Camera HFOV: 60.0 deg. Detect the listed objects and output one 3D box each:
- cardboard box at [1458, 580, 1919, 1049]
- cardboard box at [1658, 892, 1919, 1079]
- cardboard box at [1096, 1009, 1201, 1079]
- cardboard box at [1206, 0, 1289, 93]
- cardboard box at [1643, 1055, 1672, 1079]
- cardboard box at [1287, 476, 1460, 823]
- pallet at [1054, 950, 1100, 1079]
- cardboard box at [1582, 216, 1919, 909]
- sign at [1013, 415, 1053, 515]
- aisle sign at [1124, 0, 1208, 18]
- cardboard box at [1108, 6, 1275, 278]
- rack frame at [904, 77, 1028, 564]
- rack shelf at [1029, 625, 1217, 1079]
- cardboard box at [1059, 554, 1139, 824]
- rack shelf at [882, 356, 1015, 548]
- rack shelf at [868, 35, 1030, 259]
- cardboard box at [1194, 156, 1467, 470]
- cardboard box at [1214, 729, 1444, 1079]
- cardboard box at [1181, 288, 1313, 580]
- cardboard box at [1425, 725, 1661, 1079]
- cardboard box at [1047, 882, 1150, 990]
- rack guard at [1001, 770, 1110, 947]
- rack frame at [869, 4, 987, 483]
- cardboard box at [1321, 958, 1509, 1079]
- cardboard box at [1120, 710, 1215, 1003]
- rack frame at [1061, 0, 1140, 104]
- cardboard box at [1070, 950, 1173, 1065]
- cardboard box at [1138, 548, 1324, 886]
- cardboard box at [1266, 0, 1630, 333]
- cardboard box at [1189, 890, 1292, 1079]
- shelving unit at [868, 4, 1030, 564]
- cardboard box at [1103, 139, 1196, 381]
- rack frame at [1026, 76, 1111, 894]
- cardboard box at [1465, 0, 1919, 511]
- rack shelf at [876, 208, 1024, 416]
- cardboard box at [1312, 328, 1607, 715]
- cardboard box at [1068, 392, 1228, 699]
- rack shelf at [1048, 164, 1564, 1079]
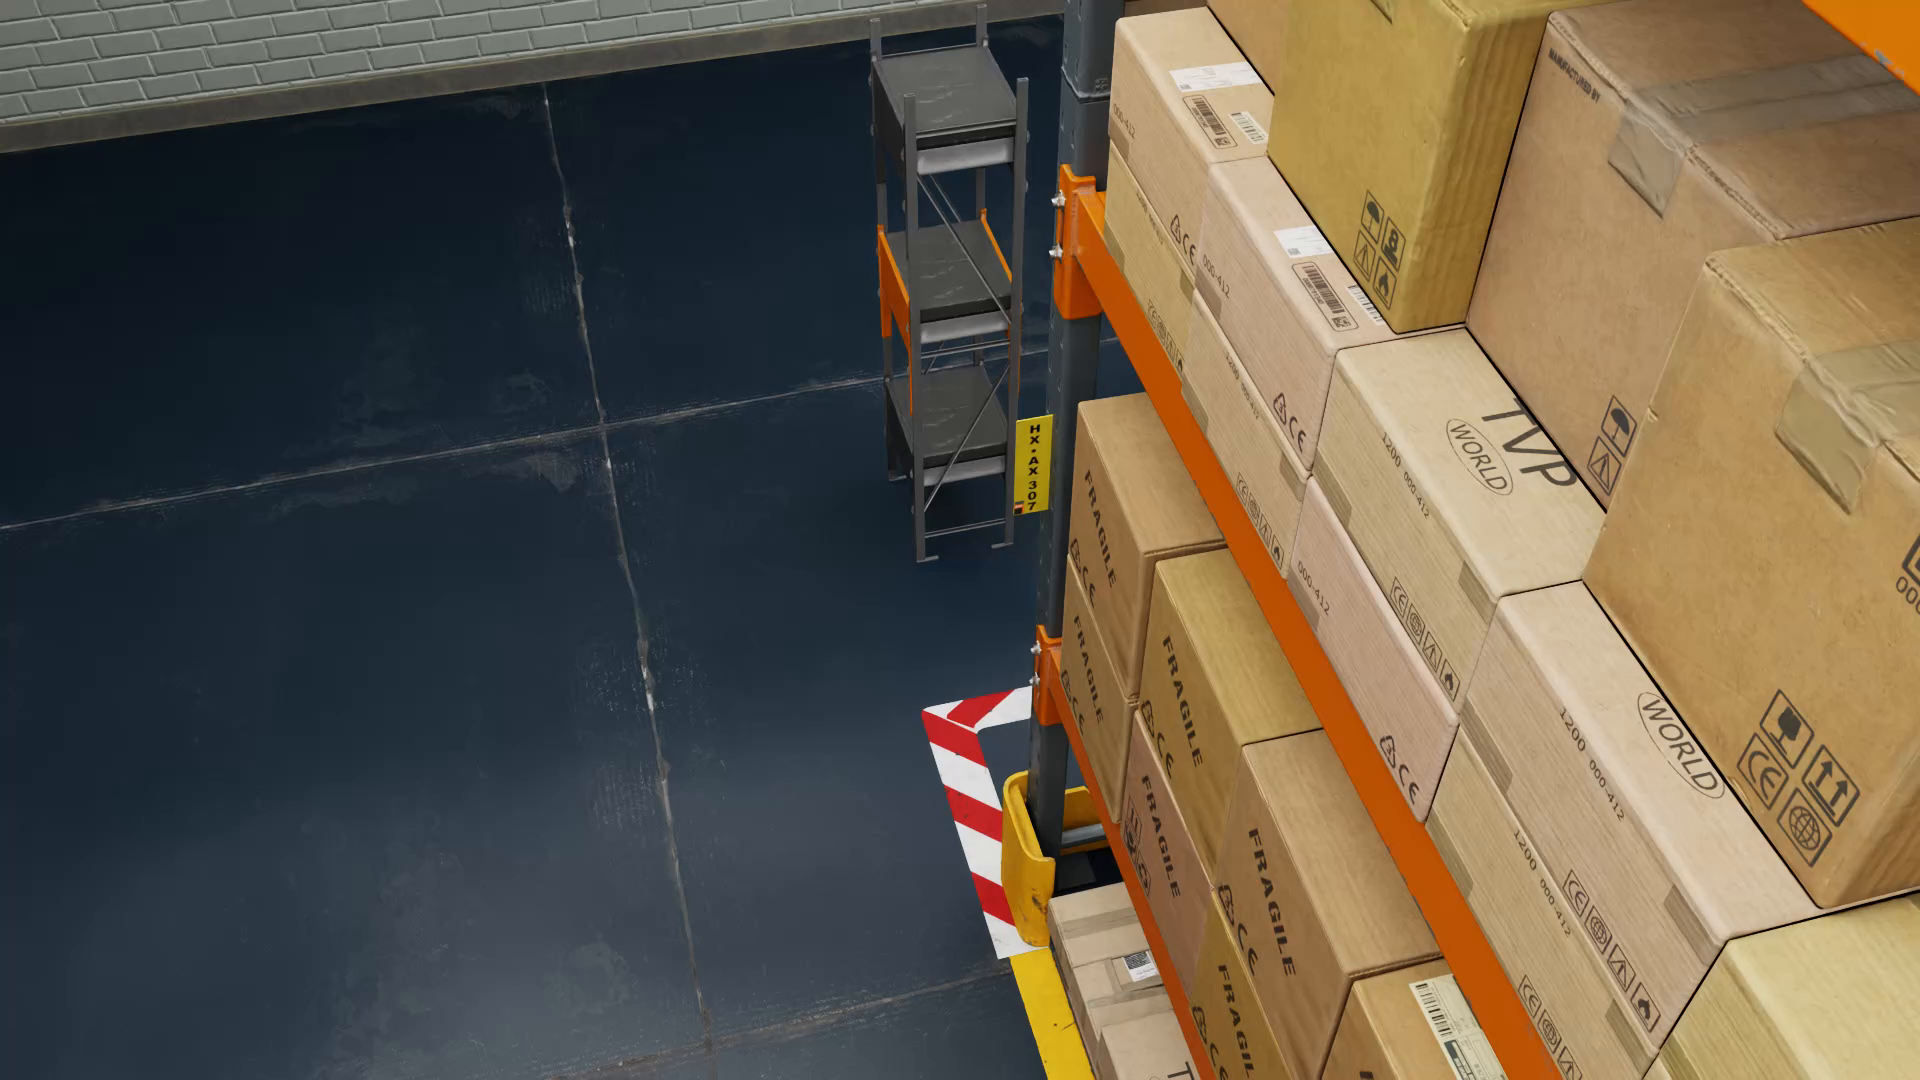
[{"bbox_3d":[0.972,0.282,2.028,0.500,0.250,0.500,-11,47,-10],"label":"cardboard box"},{"bbox_3d":[1.099,0.628,1.690,0.500,0.250,0.500,-11,47,-10],"label":"cardboard box"},{"bbox_3d":[0.706,1.597,4.702,0.500,0.250,0.500,-11,47,-10],"label":"cardboard box"},{"bbox_3d":[0.860,-1.067,2.825,0.700,0.500,0.500,-11,47,-10],"label":"cardboard box"},{"bbox_3d":[1.101,0.802,1.868,0.500,0.250,0.500,-11,47,-10],"label":"cardboard box"},{"bbox_3d":[0.844,0.112,2.545,0.500,0.250,0.500,-11,47,-10],"label":"cardboard box"},{"bbox_3d":[0.937,1.595,5.040,1.003,0.211,1.213,-11,47,-10],"label":"pallet"},{"bbox_3d":[1.175,-0.019,1.798,0.700,0.500,0.500,-11,47,-10],"label":"cardboard box"},{"bbox_3d":[0.188,-0.188,4.228,0.100,0.325,0.005,-11,47,-10],"label":"sign"},{"bbox_3d":[0.411,-0.888,3.699,0.394,0.787,0.004,-11,47,-10],"label":"aisle sign"},{"bbox_3d":[0.593,-0.754,3.044,0.500,0.250,0.500,-11,47,-10],"label":"cardboard box"},{"bbox_3d":[0.020,-0.681,5.947,0.400,2.100,0.015,-11,47,-10],"label":"rack frame"},{"bbox_3d":[1.225,1.648,3.538,1.077,0.370,4.000,-11,47,-10],"label":"rack shelf"},{"bbox_3d":[0.571,0.335,4.251,0.500,0.500,0.500,-10,46,-9],"label":"cardboard box"},{"bbox_3d":[-0.042,-0.350,6.622,0.431,0.518,0.480,-11,47,-10],"label":"rack shelf"},{"bbox_3d":[-0.042,-1.330,5.622,0.431,0.518,0.480,-11,47,-10],"label":"rack shelf"},{"bbox_3d":[0.714,-0.408,2.704,0.500,0.250,0.500,-11,47,-10],"label":"cardboard box"},{"bbox_3d":[0.836,0.691,3.202,0.500,0.500,0.500,-10,46,-10],"label":"cardboard box"},{"bbox_3d":[0.714,-0.233,2.883,0.500,0.250,0.500,-11,47,-10],"label":"cardboard box"},{"bbox_3d":[0.978,0.456,2.208,0.500,0.250,0.500,-11,47,-10],"label":"cardboard box"},{"bbox_3d":[0.488,1.212,5.150,0.380,0.149,0.250,-11,47,-10],"label":"cardboard box"},{"bbox_3d":[0.732,0.943,5.476,1.175,0.500,0.348,-11,47,-10],"label":"rack guard"},{"bbox_3d":[-0.105,-1.018,6.277,0.400,2.100,0.015,-11,47,-10],"label":"rack frame"},{"bbox_3d":[0.967,1.042,2.859,0.500,0.500,0.500,-11,47,-11],"label":"cardboard box"},{"bbox_3d":[0.709,0.691,3.903,0.500,0.500,0.500,-11,47,-11],"label":"cardboard box"},{"bbox_3d":[0.713,-2.084,2.492,1.000,3.000,0.127,-11,47,-10],"label":"rack frame"},{"bbox_3d":[0.552,1.378,4.975,0.380,0.166,0.250,-11,47,-10],"label":"cardboard box"},{"bbox_3d":[0.713,0.345,3.542,0.500,0.500,0.500,-10,46,-10],"label":"cardboard box"},{"bbox_3d":[0.906,-0.707,2.472,0.700,0.500,0.500,-11,47,-10],"label":"cardboard box"},{"bbox_3d":[0.834,1.038,3.563,0.500,0.500,0.500,-11,47,-10],"label":"cardboard box"},{"bbox_3d":[-0.042,-0.849,6.112,0.431,2.100,0.503,-11,47,-10],"label":"shelving unit"},{"bbox_3d":[0.598,-0.580,3.223,0.500,0.250,0.500,-11,47,-10],"label":"cardboard box"},{"bbox_3d":[0.713,0.016,4.634,1.000,3.000,0.127,-11,47,-10],"label":"rack frame"},{"bbox_3d":[1.138,-0.381,2.153,0.700,0.500,0.500,-11,47,-10],"label":"cardboard box"},{"bbox_3d":[-0.042,-0.840,6.122,0.431,0.518,0.480,-11,47,-10],"label":"rack shelf"},{"bbox_3d":[0.848,-0.064,2.367,0.500,0.250,0.500,-11,47,-10],"label":"cardboard box"},{"bbox_3d":[0.571,-0.015,3.894,0.500,0.500,0.500,-9,46,-9],"label":"cardboard box"},{"bbox_3d":[1.225,0.599,2.467,1.077,0.370,4.000,-11,47,-10],"label":"rack shelf"}]
